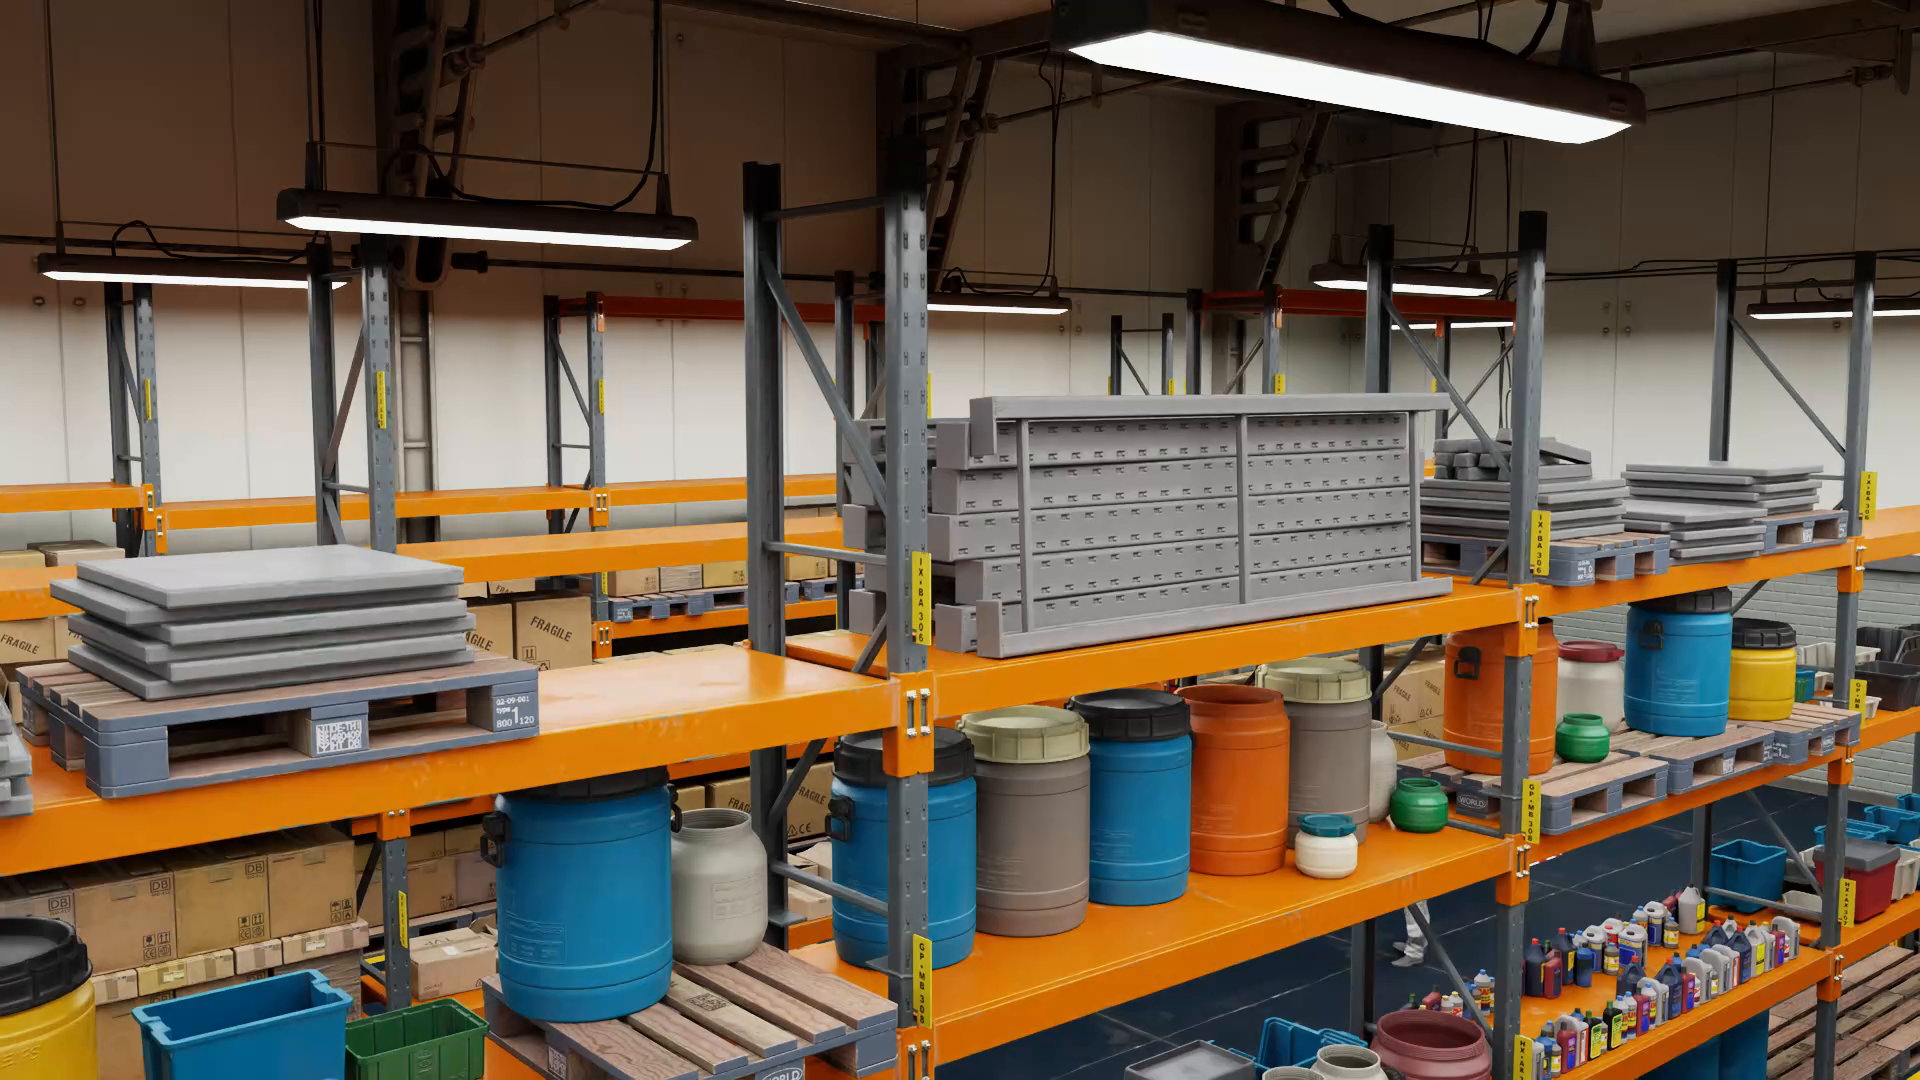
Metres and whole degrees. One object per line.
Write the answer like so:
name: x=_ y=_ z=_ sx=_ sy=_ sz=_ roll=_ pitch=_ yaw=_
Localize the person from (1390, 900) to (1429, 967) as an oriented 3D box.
person: x=4.018 y=2.866 z=14.844 sx=0.435 sy=1.822 sz=0.568 roll=2 pitch=6 yaw=18
